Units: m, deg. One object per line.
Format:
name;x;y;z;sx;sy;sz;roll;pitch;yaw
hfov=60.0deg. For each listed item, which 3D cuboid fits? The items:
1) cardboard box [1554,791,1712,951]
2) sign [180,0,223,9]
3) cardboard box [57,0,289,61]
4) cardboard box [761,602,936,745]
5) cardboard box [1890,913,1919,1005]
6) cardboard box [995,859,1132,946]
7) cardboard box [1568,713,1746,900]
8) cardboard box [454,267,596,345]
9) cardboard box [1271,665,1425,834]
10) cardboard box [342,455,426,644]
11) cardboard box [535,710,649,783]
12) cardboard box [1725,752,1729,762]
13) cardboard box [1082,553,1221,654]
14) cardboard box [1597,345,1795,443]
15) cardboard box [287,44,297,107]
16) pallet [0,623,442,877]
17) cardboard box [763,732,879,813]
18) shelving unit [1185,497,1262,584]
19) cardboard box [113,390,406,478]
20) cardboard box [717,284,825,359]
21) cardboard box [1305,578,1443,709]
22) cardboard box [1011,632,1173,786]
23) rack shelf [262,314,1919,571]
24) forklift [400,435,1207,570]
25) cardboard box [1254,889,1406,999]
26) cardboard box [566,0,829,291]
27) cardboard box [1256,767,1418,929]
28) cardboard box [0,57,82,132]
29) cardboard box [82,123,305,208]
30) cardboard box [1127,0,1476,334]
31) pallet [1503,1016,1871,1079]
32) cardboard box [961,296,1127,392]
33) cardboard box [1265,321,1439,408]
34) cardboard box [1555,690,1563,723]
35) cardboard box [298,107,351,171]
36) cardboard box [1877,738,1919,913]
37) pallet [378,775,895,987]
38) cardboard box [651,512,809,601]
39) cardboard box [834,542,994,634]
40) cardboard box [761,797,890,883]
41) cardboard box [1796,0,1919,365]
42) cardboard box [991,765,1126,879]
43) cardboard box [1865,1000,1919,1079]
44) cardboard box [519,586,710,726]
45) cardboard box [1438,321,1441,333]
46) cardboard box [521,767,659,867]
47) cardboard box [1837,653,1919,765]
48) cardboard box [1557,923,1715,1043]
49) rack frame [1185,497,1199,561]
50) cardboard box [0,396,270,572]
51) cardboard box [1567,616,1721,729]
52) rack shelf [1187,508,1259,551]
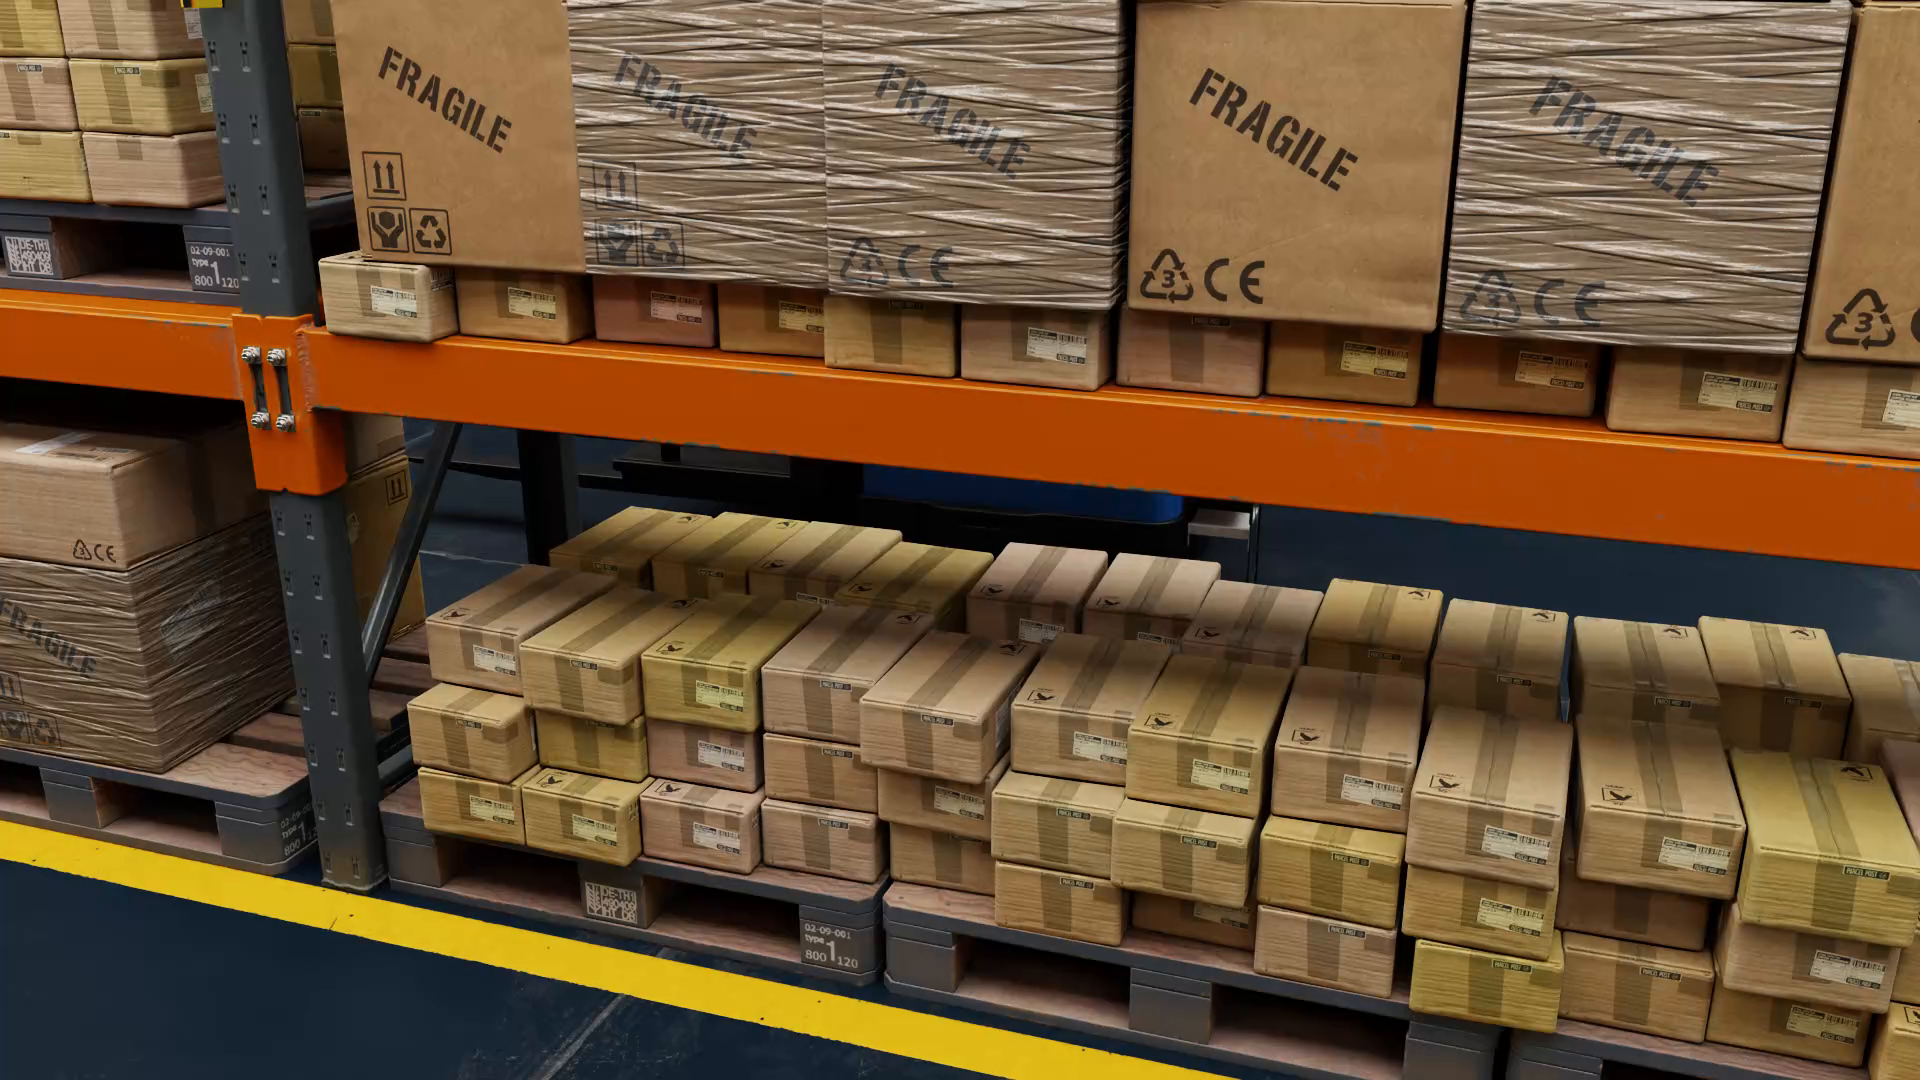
cardboard box;1.240;0.582;3.091;0.250;0.149;0.380;6;20;17
sign;-1.413;-1.146;3.049;0.005;0.325;0.100;7;20;18
cardboard box;-1.677;-1.116;3.560;0.250;0.149;0.380;8;21;21
cardboard box;-0.227;0.277;3.513;0.250;0.149;0.380;6;20;17
cardboard box;1.723;0.654;2.885;0.250;0.149;0.380;6;20;17
cardboard box;0.243;0.642;3.370;0.250;0.149;0.380;6;20;17
cardboard box;1.232;0.467;2.969;0.250;0.149;0.380;6;20;16
cardboard box;-0.806;-0.517;3.383;0.250;0.149;0.380;7;20;20
cardboard box;0.748;0.392;3.183;0.250;0.149;0.380;6;20;16
cardboard box;-1.845;0.047;4.543;0.500;0.500;0.500;7;21;20
cardboard box;-0.728;0.373;3.690;0.250;0.149;0.380;7;20;18
cardboard box;1.633;0.484;3.371;0.250;0.149;0.380;7;20;19
cardboard box;0.443;0.170;3.821;0.250;0.149;0.380;6;20;16
cardboard box;1.191;-0.288;2.727;0.250;0.149;0.380;6;20;16
cardboard box;-1.701;-1.206;4.270;0.250;0.149;0.380;6;20;17
pallet;-1.970;0.461;4.434;1.213;0.211;1.003;7;20;18
cardboard box;-0.232;0.418;3.561;0.250;0.149;0.380;5;20;15
shelving unit;0.873;-0.249;5.424;0.210;0.900;0.258;6;20;17
cardboard box;-1.846;-0.307;4.419;0.500;0.250;0.500;6;20;16
cardboard box;-0.282;-0.473;3.258;0.250;0.149;0.380;6;20;16
cardboard box;0.911;0.228;3.654;0.250;0.149;0.380;7;20;19
cardboard box;0.271;0.334;3.350;0.250;0.149;0.380;6;20;16
rack shelf;0.655;-0.217;3.234;4.000;0.370;1.077;7;20;18
forklift;-0.601;-1.447;5.773;3.031;2.935;1.130;6;20;17
cardboard box;0.730;0.697;3.212;0.250;0.149;0.380;7;20;19
cardboard box;-0.379;-0.777;3.145;0.500;0.500;0.500;7;20;18
cardboard box;0.731;0.558;3.160;0.250;0.149;0.380;8;21;21
cardboard box;-1.924;-1.002;3.686;0.250;0.149;0.380;7;20;18
cardboard box;-1.674;-0.834;3.654;0.250;0.149;0.380;6;20;17
cardboard box;0.601;-0.663;2.817;0.500;0.500;0.500;8;21;21
pallet;1.717;0.869;3.262;1.213;0.211;1.003;7;20;18
cardboard box;0.186;-0.394;3.032;0.250;0.149;0.380;7;21;20
cardboard box;0.700;-0.359;2.932;0.250;0.149;0.380;7;20;19
cardboard box;1.145;0.424;3.544;0.250;0.149;0.380;6;20;15
cardboard box;-1.455;-1.038;4.240;0.250;0.149;0.380;6;20;15
cardboard box;1.743;0.503;2.865;0.250;0.149;0.380;7;20;19
pallet;-0.588;0.606;4.018;1.213;0.211;1.003;7;20;18
cardboard box;-0.558;0.067;4.116;0.250;0.149;0.380;7;20;19
cardboard box;-0.101;0.144;3.895;0.250;0.149;0.380;7;20;20
cardboard box;-0.236;0.566;3.589;0.250;0.149;0.380;6;20;17
cardboard box;1.550;-0.554;2.504;0.500;0.500;0.500;6;20;17
cardboard box;0.237;0.502;3.320;0.250;0.149;0.380;6;20;18
cardboard box;1.702;0.819;2.862;0.250;0.149;0.380;7;20;20
cardboard box;-0.736;0.244;3.608;0.250;0.149;0.380;8;21;21
cardboard box;0.856;-0.511;3.368;0.250;0.149;0.380;7;21;20
cardboard box;-0.744;0.543;3.654;0.250;0.149;0.380;7;20;20
cardboard box;1.861;0.372;3.242;0.250;0.149;0.380;7;20;19
cardboard box;1.244;0.741;3.086;0.250;0.149;0.380;7;20;19
rack frame;0.776;-0.259;5.453;0.006;0.900;0.240;6;20;17
cardboard box;-2.021;-0.146;3.960;0.500;0.250;0.500;6;20;17
cardboard box;1.404;0.304;3.437;0.250;0.149;0.380;6;20;15
rack shelf;0.873;-0.048;5.494;0.200;0.077;0.258;6;20;17
